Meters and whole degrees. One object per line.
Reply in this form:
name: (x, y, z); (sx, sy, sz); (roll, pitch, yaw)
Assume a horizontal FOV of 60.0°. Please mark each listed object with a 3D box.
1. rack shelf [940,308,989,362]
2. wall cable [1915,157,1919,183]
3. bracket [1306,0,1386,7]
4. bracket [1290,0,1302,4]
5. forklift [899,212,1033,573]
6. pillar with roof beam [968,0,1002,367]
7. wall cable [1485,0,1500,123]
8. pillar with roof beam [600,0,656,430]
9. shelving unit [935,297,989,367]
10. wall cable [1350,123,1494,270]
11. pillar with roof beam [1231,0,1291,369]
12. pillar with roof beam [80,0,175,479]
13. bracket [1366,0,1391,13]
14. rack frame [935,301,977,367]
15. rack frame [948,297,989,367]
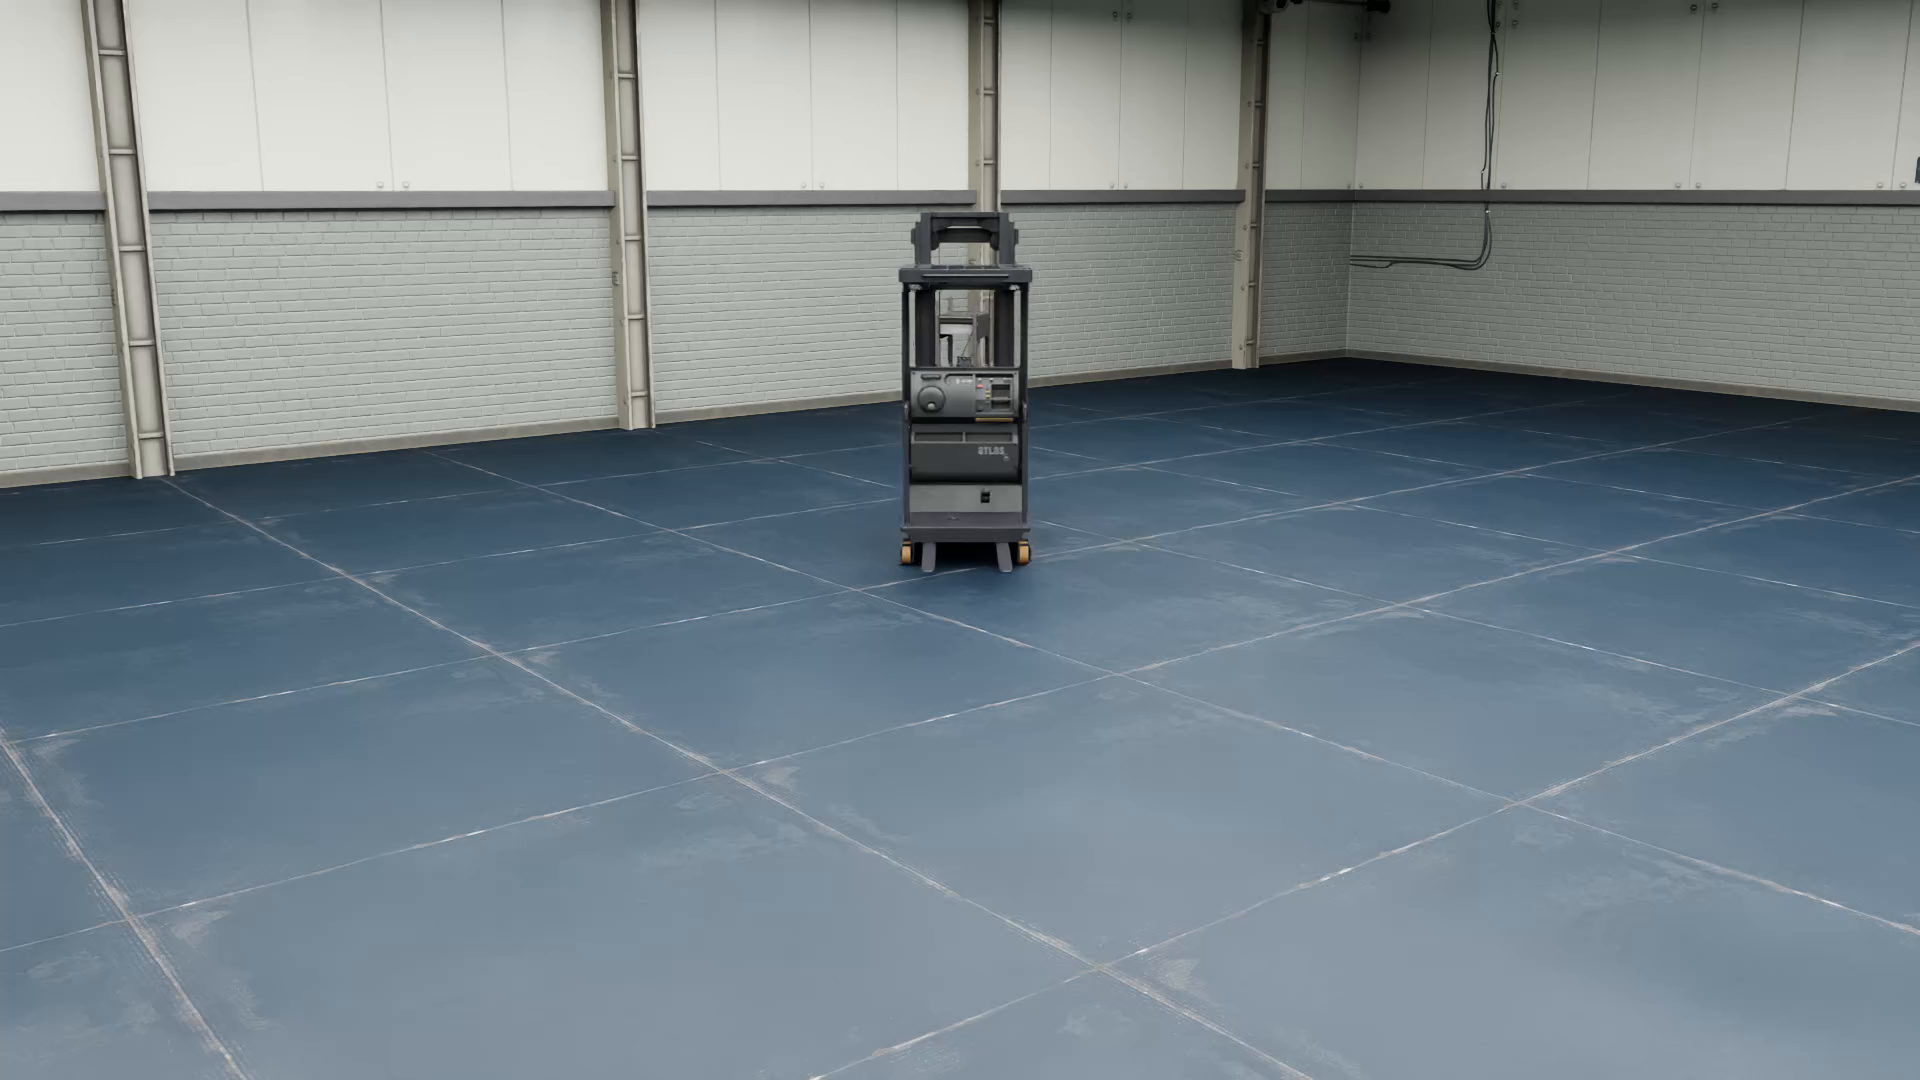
rack shelf: (0.020, -1.930, 15.838); (0.431, 0.518, 0.480); (3, 13, 14)
wall cable: (14.102, -7.750, 21.776); (0.169, 6.003, 2.305); (-9, 15, -38)
bracket: (6.992, -9.449, 29.296); (3.189, 0.066, 0.076); (-9, 15, -38)
bracket: (5.603, -9.218, 28.209); (0.430, 0.232, 0.235); (-9, 15, -38)
forklift: (0.044, -1.284, 14.121); (1.130, 2.935, 3.031); (0, 12, 0)
pillar with roof beam: (3.061, -5.984, 21.645); (0.400, 9.000, 9.100); (-9, 15, -38)
wall cable: (9.873, -8.141, 27.122); (0.112, 2.526, 3.097); (-9, 15, -38)
pillar with roof beam: (-1.624, -5.206, 17.979); (0.400, 9.000, 9.100); (-9, 15, -38)
shelving unit: (0.023, -1.260, 15.989); (0.431, 2.100, 0.503); (3, 13, 14)
wall cable: (8.183, -6.110, 29.713); (0.112, 2.526, 3.097); (-9, 15, -38)
pillar with roof beam: (7.746, -6.763, 25.312); (0.548, 9.000, 9.100); (-9, 15, -38)
pillar with roof beam: (-6.309, -4.427, 14.312); (0.400, 9.000, 9.100); (-9, 15, -38)
bracket: (7.453, -9.525, 29.657); (0.430, 0.232, 0.235); (-9, 15, -38)
rack frame: (-0.038, -1.208, 15.759); (0.400, 2.100, 0.015); (3, 13, 14)
rack frame: (0.083, -1.313, 16.220); (0.400, 2.100, 0.015); (3, 13, 14)
